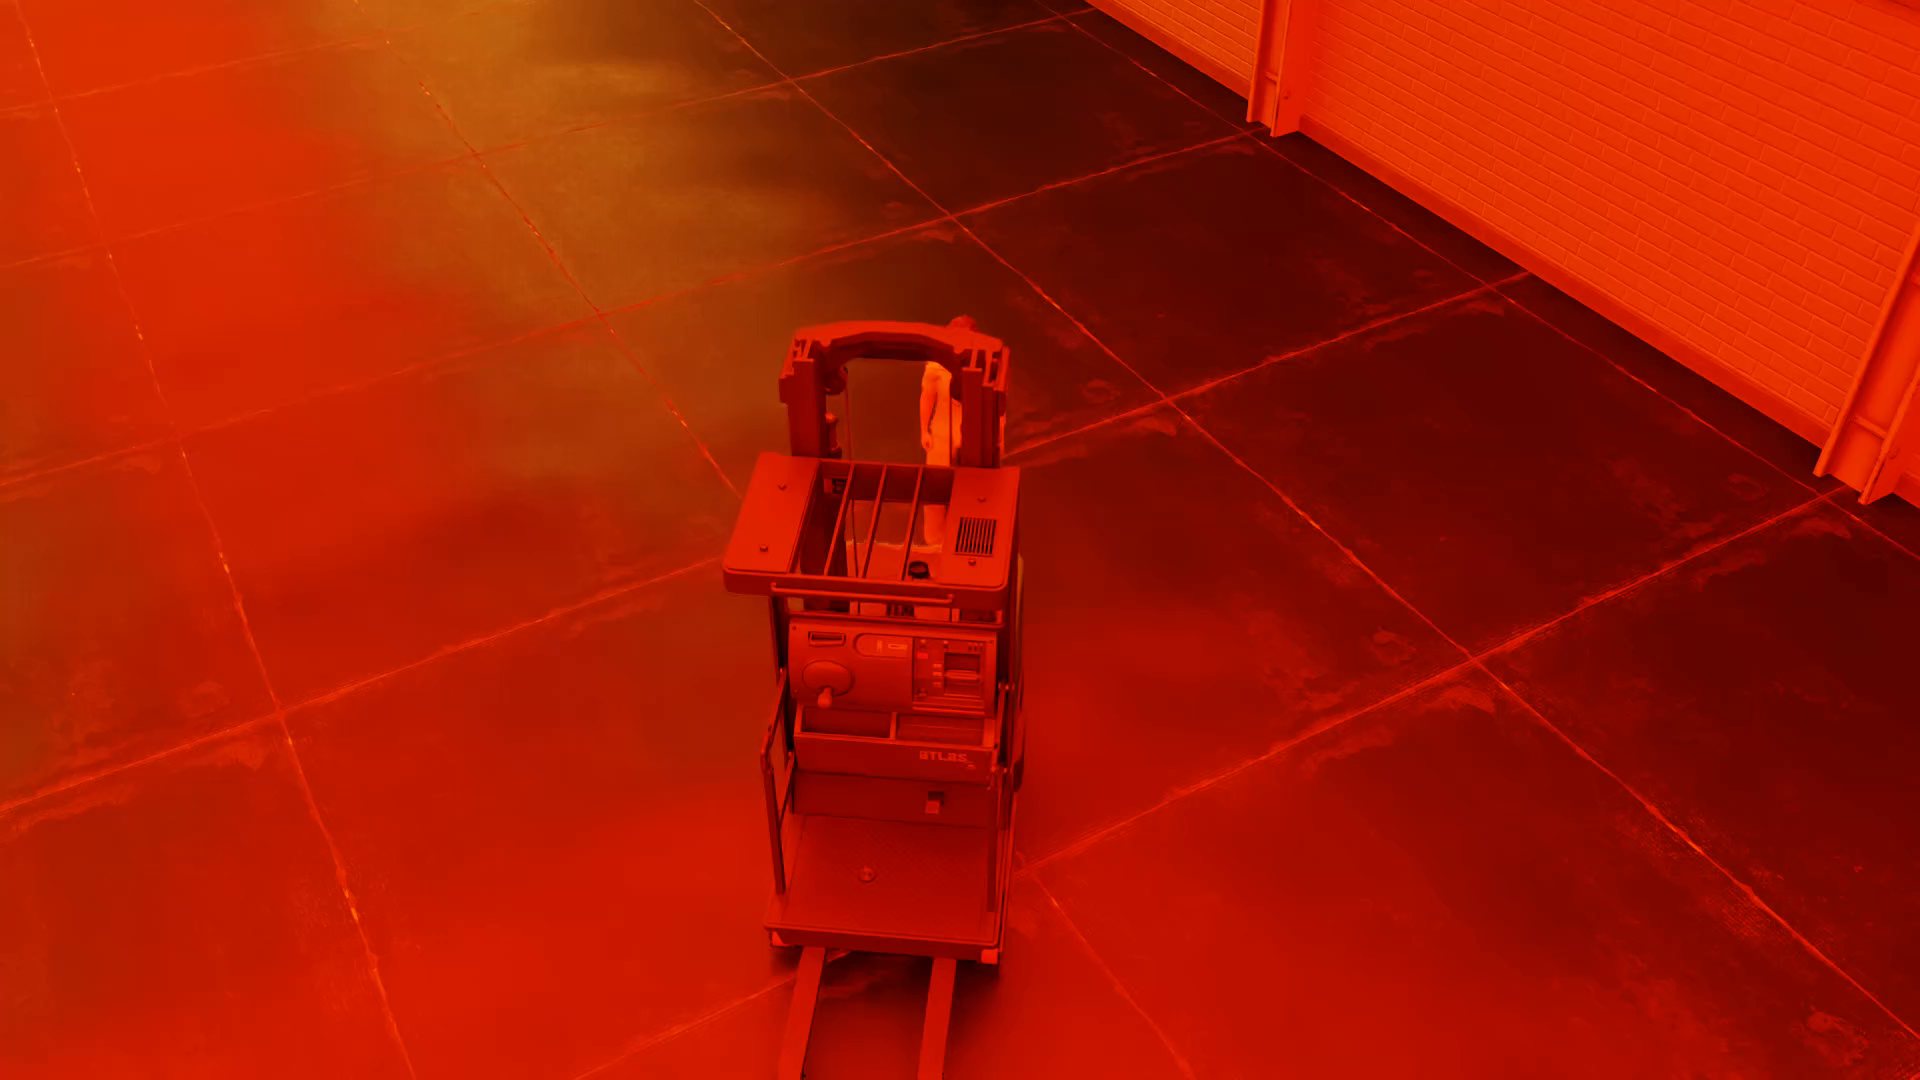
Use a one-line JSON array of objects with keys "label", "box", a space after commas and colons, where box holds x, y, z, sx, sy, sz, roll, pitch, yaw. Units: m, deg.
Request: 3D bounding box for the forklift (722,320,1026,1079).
[{"label": "forklift", "box": [-0.321, 0.652, 7.251, 1.130, 2.935, 3.031, 4, 40, 4]}]

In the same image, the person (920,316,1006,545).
[{"label": "person", "box": [0.009, -0.592, 9.744, 0.503, 1.665, 0.422, 5, 40, 6]}]
